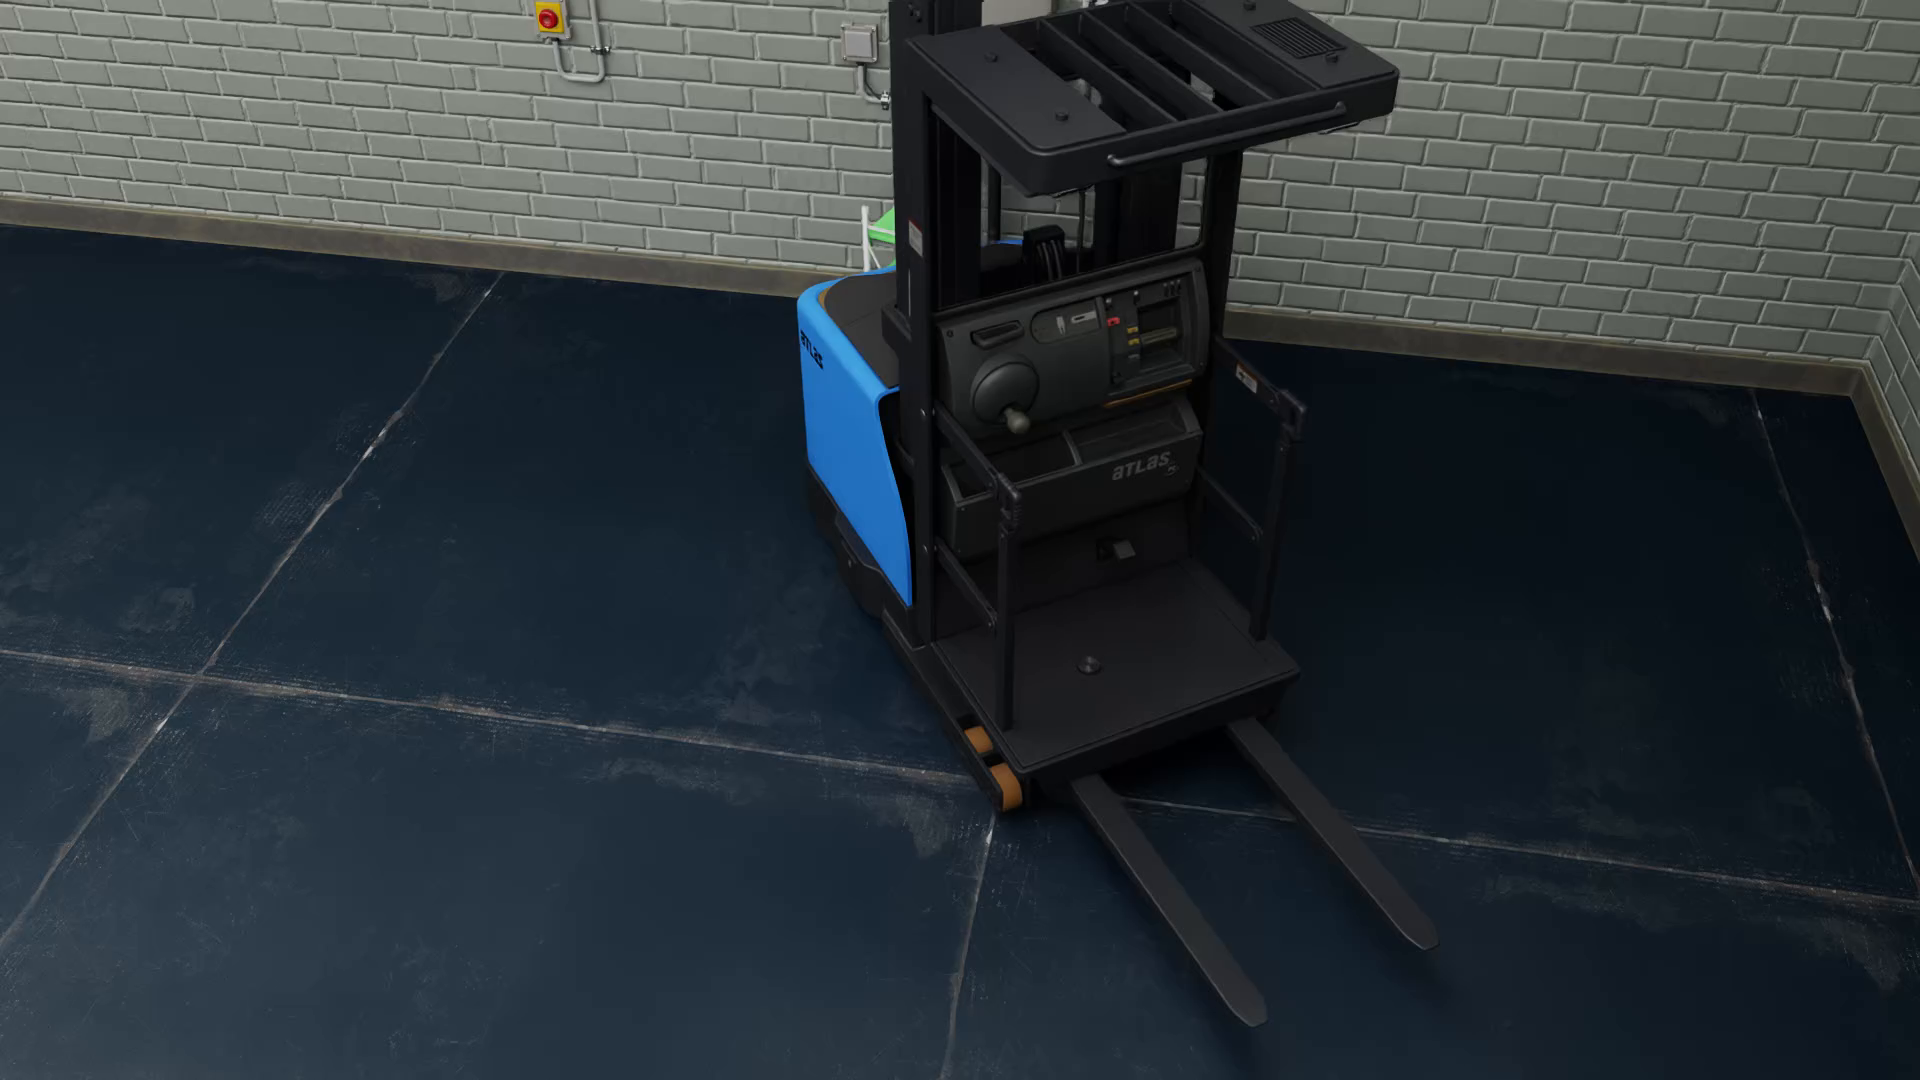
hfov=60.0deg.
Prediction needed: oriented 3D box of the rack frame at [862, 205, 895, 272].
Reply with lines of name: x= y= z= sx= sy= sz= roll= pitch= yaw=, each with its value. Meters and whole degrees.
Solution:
rack frame: x=-0.269 y=-0.794 z=6.768 sx=0.240 sy=1.200 sz=0.015 roll=18 pitch=43 yaw=20

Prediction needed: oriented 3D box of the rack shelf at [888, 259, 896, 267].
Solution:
rack shelf: x=-0.159 y=-1.068 z=6.824 sx=0.258 sy=0.148 sz=0.480 roll=18 pitch=43 yaw=20

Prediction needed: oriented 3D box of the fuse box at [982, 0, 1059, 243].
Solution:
fuse box: x=0.159 y=-1.629 z=7.377 sx=0.539 sy=1.711 sz=0.414 roll=6 pitch=40 yaw=8

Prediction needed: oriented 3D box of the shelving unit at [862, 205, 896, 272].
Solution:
shelving unit: x=-0.159 y=-0.932 z=6.936 sx=0.258 sy=1.200 sz=0.503 roll=18 pitch=43 yaw=20

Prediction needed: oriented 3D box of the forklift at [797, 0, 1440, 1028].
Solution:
forklift: x=0.471 y=-0.532 z=5.093 sx=1.130 sy=2.935 sz=3.031 roll=-17 pitch=43 yaw=-20

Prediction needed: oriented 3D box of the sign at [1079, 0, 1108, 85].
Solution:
sign: x=0.681 y=-2.164 z=7.088 sx=0.329 sy=0.494 sz=0.001 roll=6 pitch=40 yaw=8

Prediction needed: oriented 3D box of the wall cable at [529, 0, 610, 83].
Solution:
wall cable: x=-1.885 y=-2.852 z=7.024 sx=0.585 sy=1.953 sz=0.123 roll=6 pitch=40 yaw=8

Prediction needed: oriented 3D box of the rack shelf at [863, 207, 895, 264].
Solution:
rack shelf: x=-0.159 y=-1.253 z=6.671 sx=0.258 sy=0.148 sz=0.480 roll=18 pitch=43 yaw=20
